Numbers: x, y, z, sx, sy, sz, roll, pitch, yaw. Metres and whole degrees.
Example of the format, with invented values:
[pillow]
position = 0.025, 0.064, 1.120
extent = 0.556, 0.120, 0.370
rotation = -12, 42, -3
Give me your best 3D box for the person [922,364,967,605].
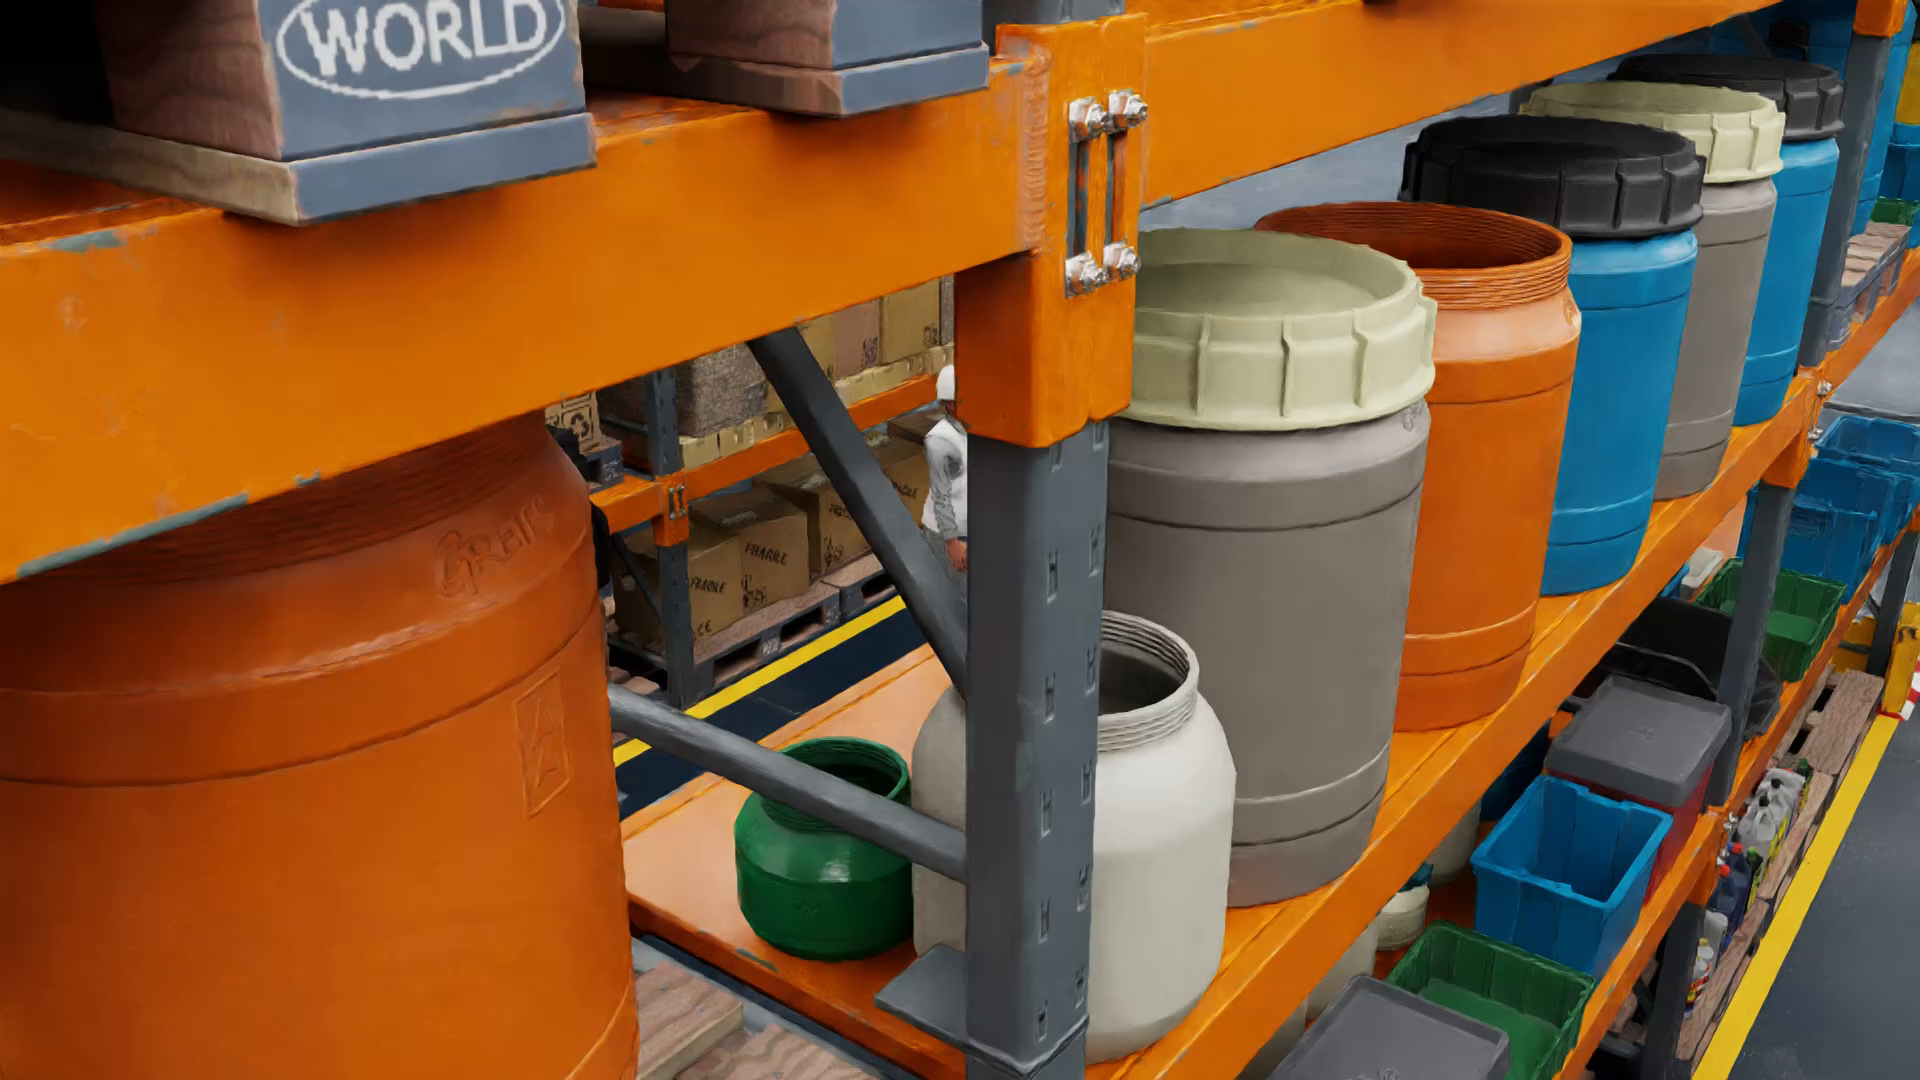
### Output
[person]
position = 0.036, -0.078, 8.712
extent = 0.396, 1.773, 0.548
rotation = 13, 27, 28
